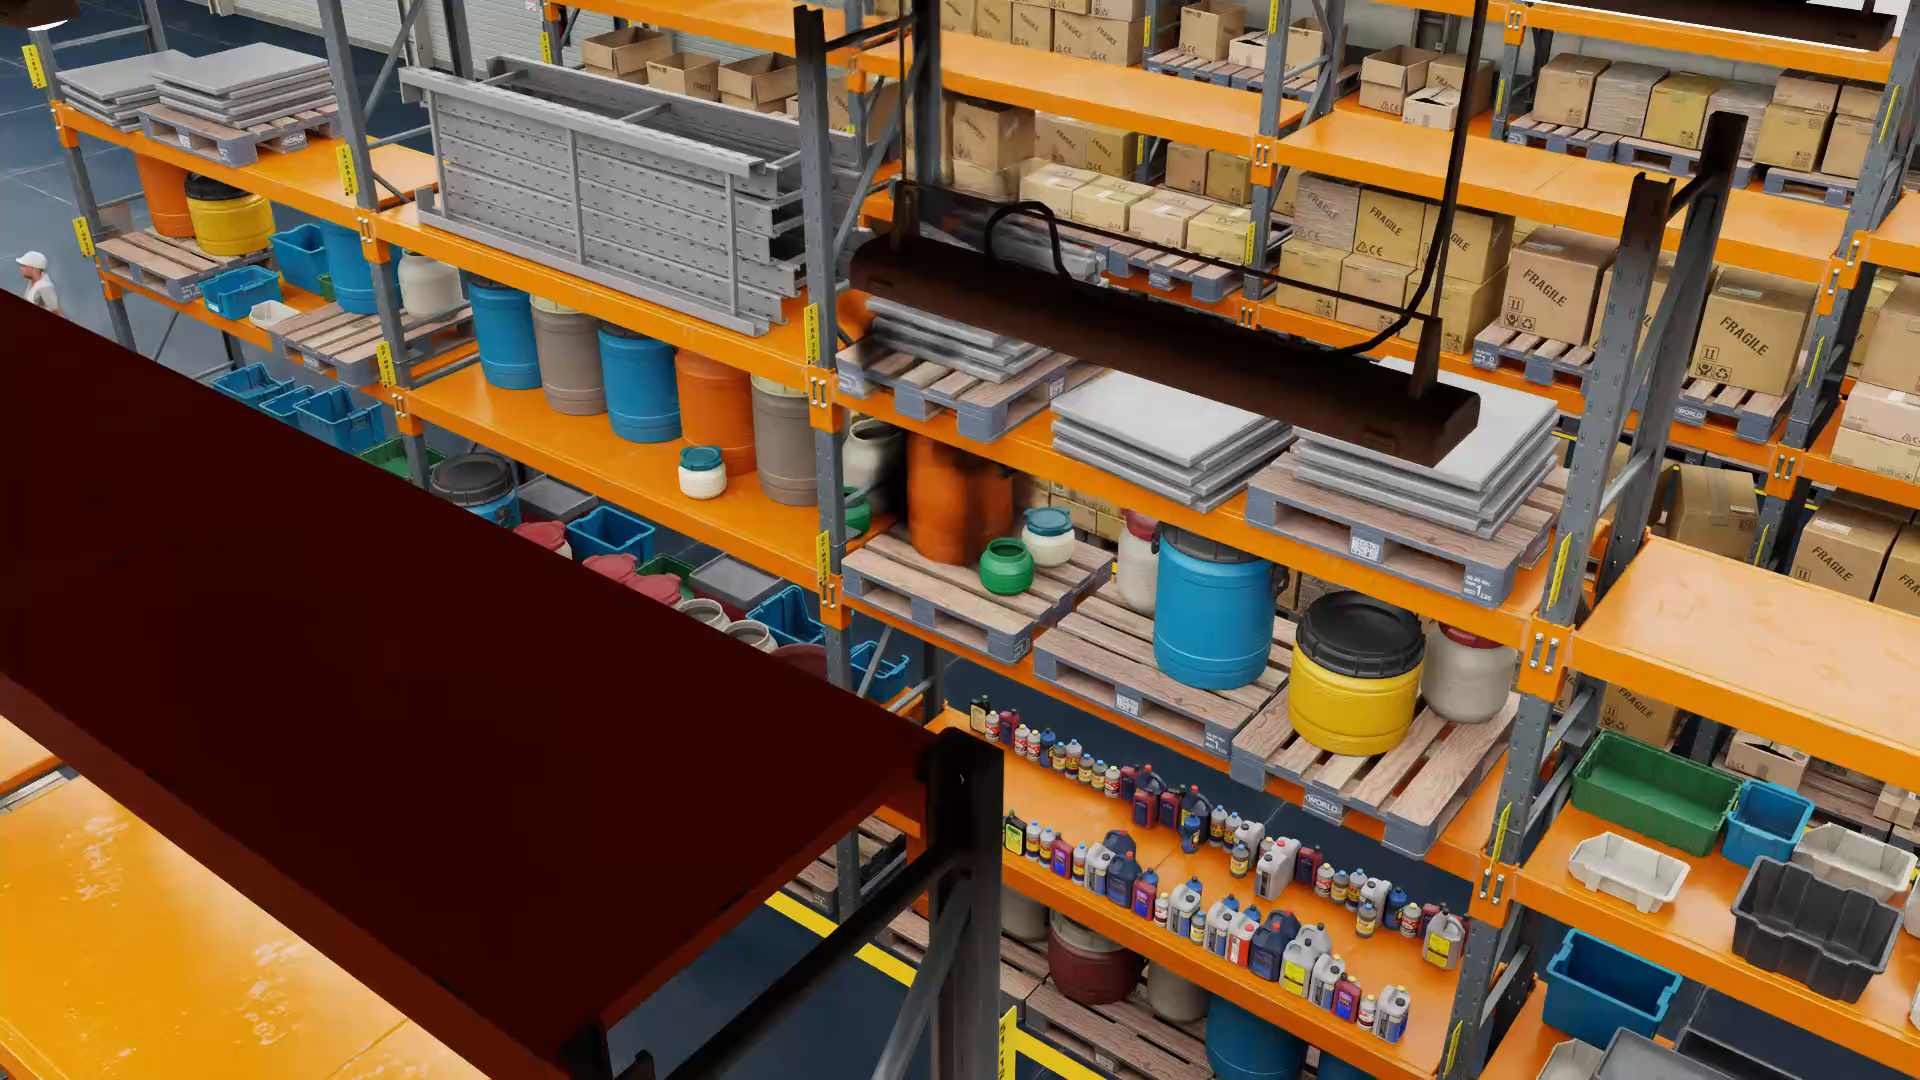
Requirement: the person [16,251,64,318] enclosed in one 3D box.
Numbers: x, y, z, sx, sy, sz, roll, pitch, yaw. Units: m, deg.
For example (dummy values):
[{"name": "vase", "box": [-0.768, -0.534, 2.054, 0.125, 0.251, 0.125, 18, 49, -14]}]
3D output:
[{"name": "person", "box": [-9.329, -2.142, 17.129, 0.603, 1.743, 0.656, -19, 36, -28]}]
